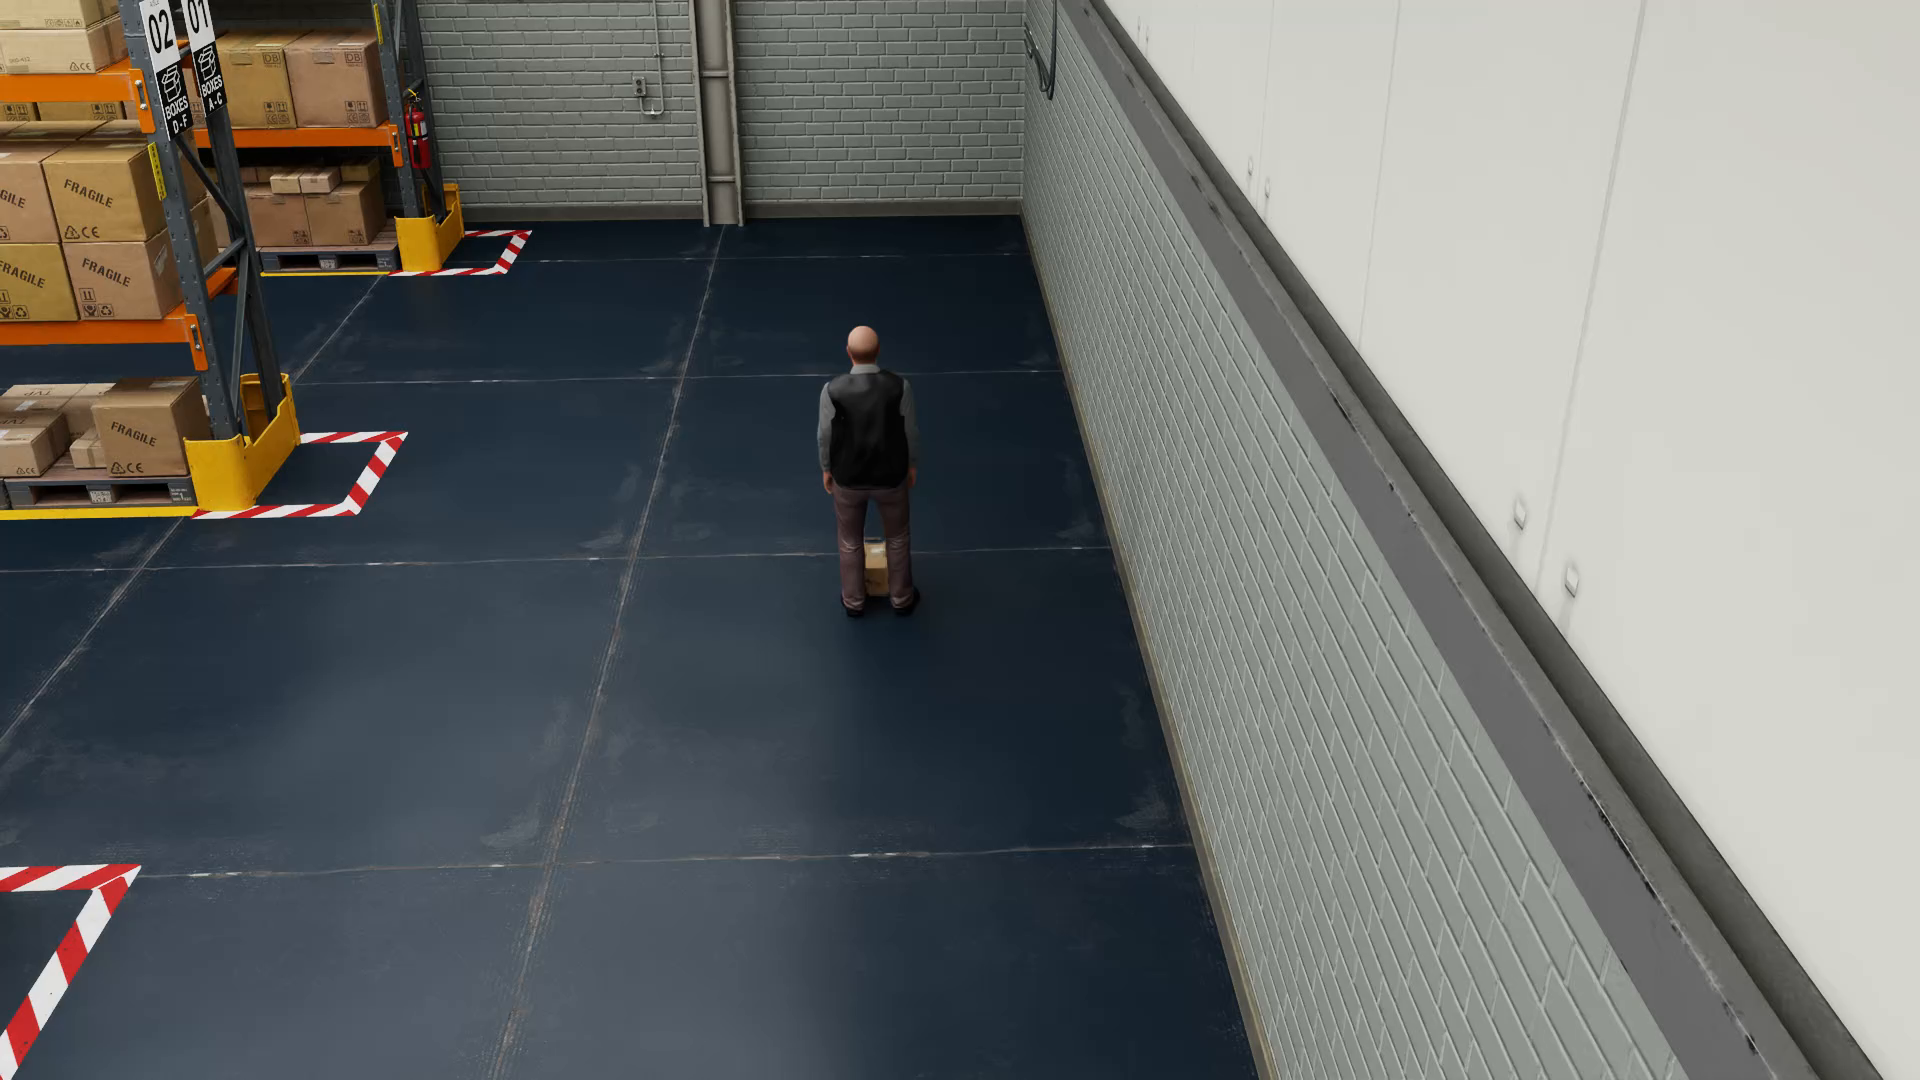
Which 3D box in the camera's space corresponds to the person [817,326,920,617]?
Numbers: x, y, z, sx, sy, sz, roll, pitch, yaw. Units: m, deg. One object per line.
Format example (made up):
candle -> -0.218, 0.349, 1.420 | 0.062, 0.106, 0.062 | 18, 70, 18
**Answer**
person -> -0.507, -0.356, 9.332 | 0.570, 1.721, 0.421 | -2, 27, -4
